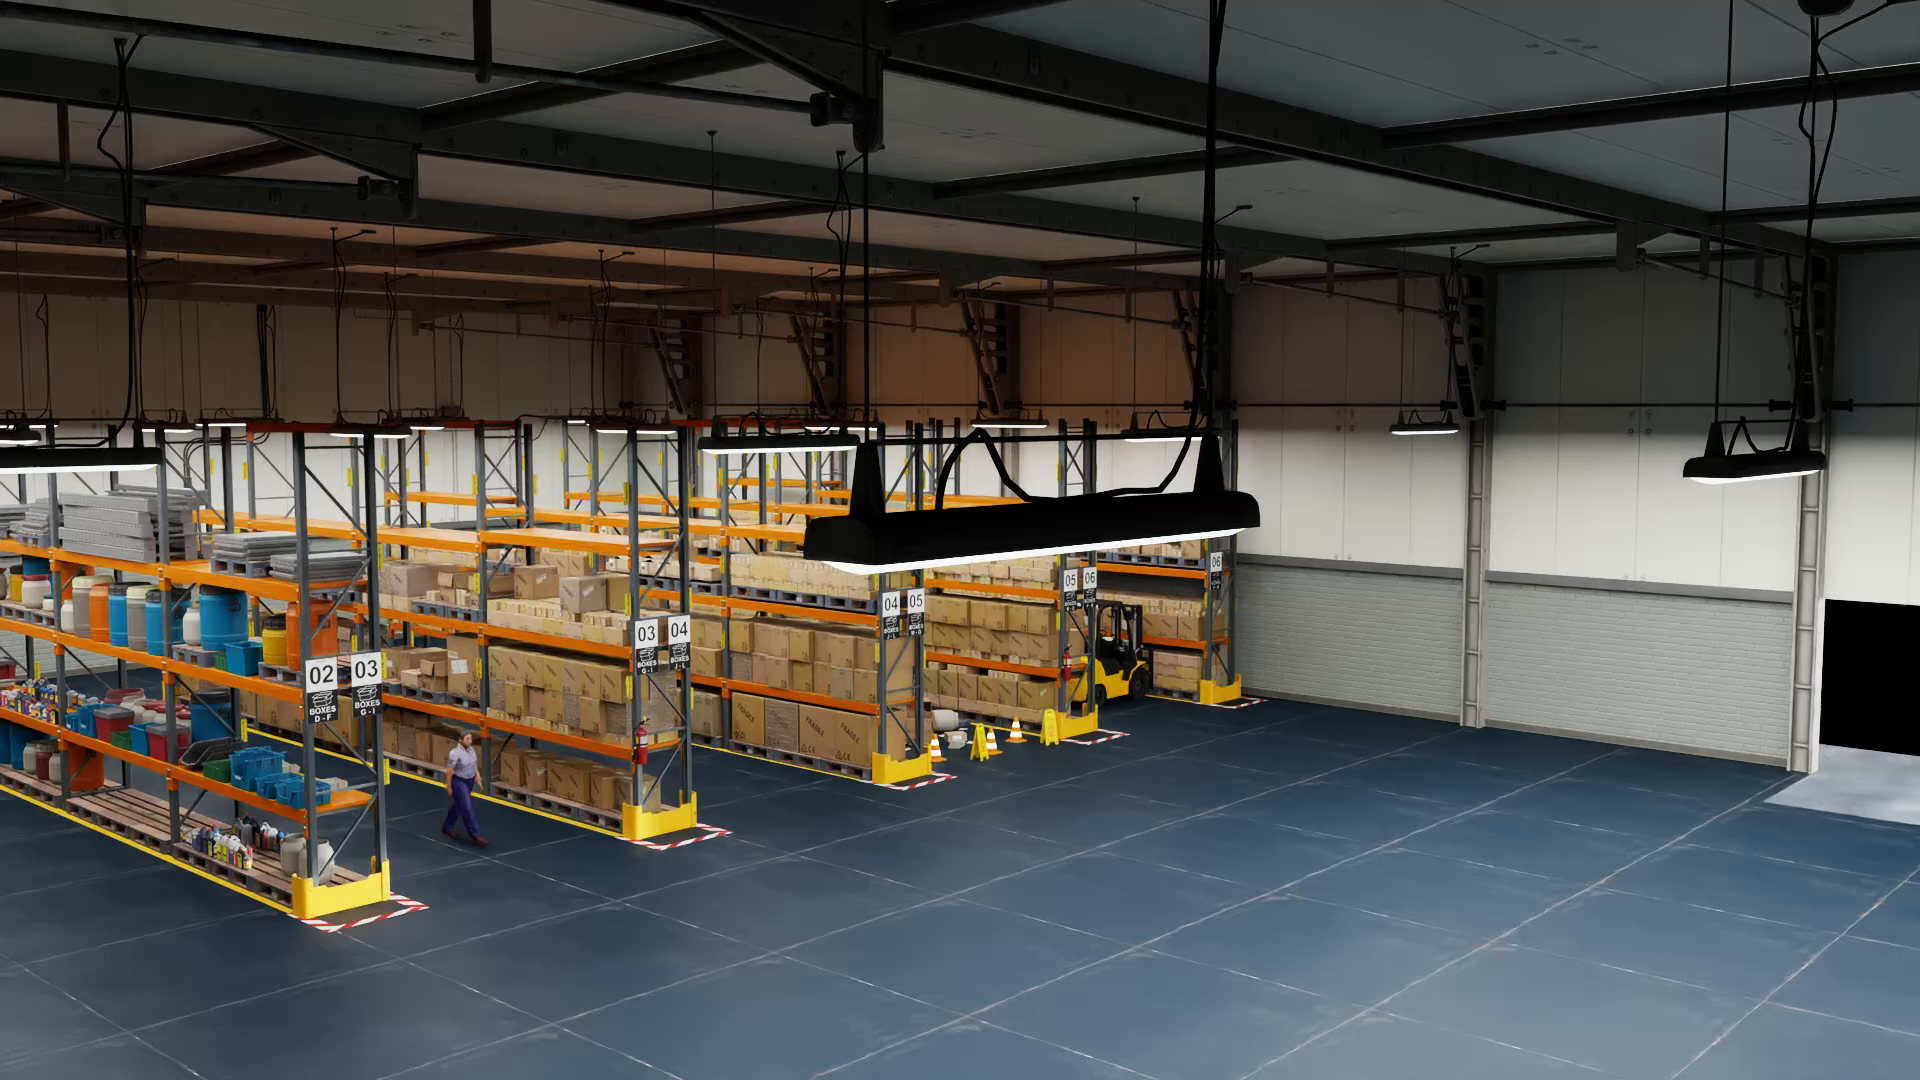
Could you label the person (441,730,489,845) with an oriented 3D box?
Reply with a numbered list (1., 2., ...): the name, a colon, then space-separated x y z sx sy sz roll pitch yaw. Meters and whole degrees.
1. person: -7.146 3.543 24.056 0.948 1.596 0.517 1 5 15
